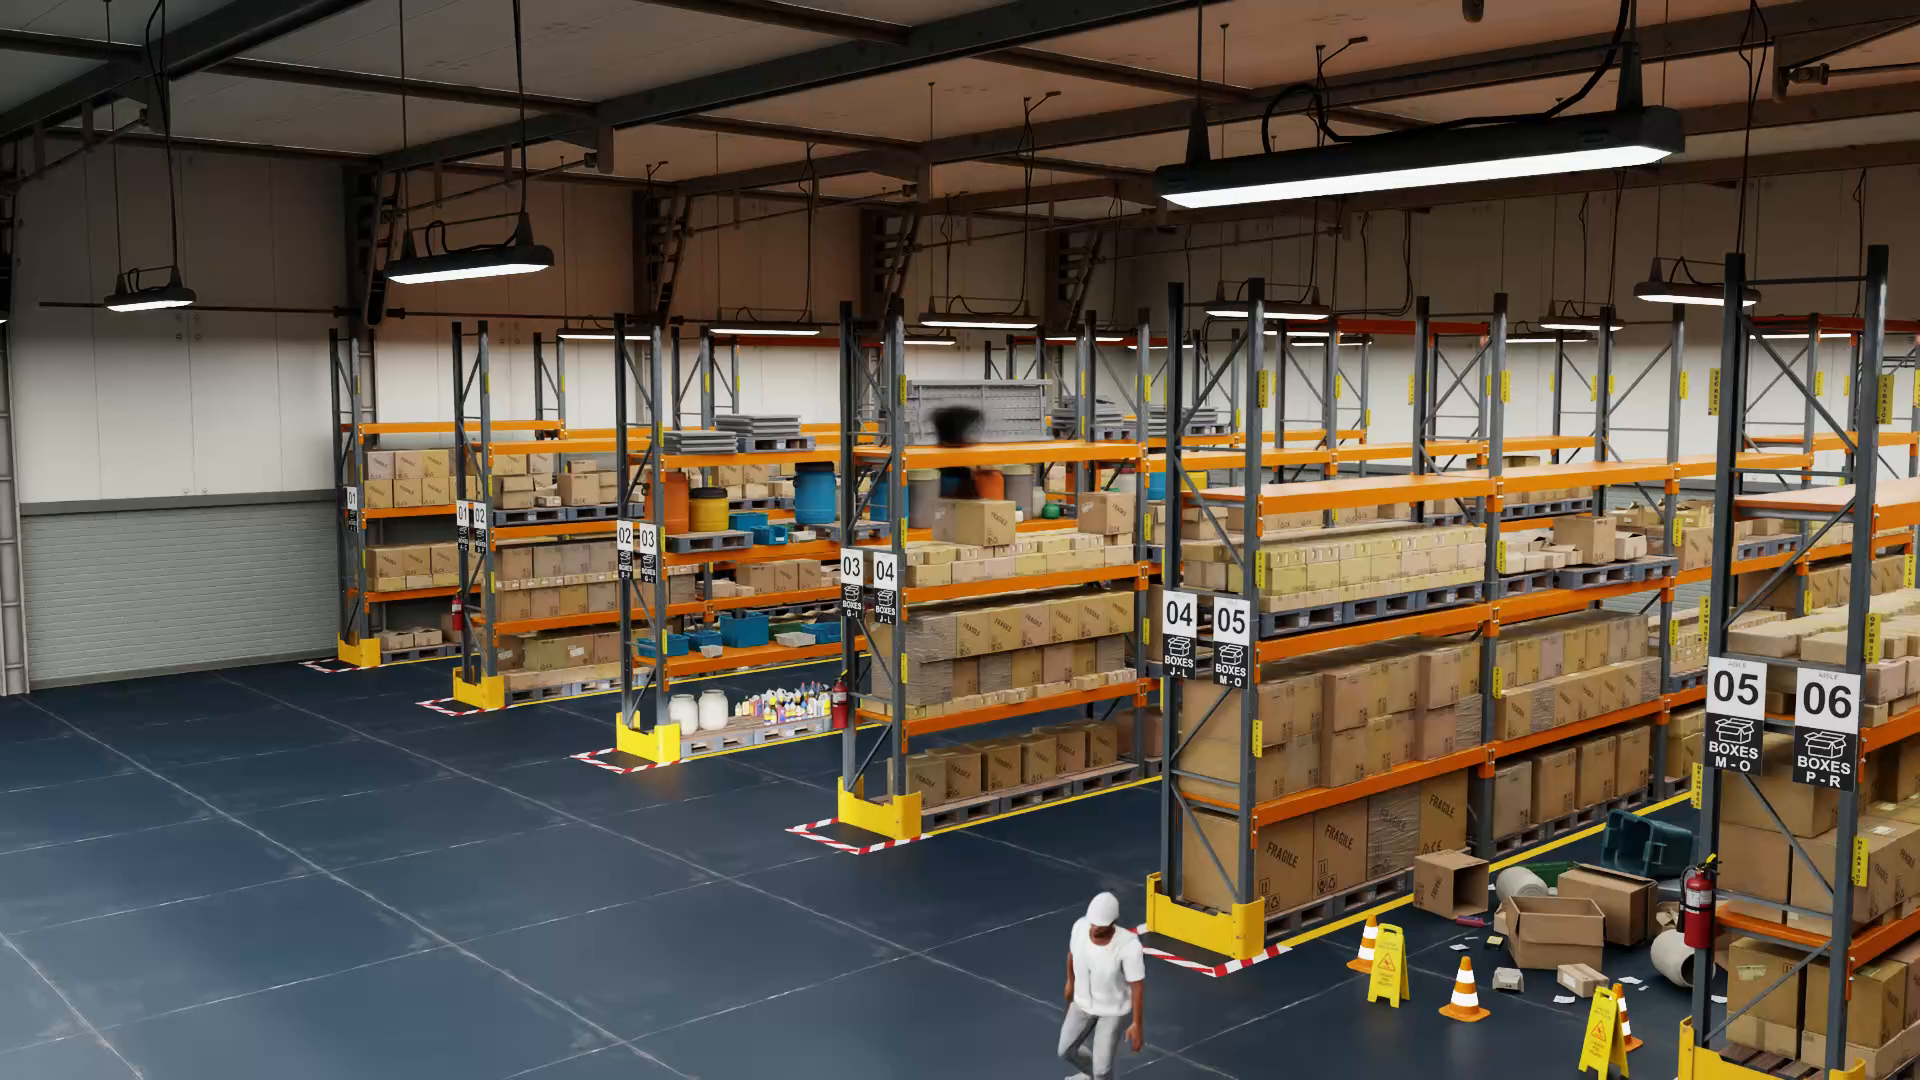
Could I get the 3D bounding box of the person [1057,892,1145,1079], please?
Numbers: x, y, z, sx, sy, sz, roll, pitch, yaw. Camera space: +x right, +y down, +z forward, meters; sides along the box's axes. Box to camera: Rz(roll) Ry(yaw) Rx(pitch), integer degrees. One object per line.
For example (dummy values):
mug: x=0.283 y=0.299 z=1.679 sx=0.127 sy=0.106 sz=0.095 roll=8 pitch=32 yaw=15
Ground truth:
person: x=0.970 y=3.186 z=11.459 sx=0.835 sy=1.684 sz=0.672 roll=4 pitch=7 yaw=36

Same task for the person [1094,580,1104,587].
person: x=2.551 y=1.058 z=32.772 sx=0.705 sy=1.744 sz=0.641 roll=5 pitch=8 yaw=42
